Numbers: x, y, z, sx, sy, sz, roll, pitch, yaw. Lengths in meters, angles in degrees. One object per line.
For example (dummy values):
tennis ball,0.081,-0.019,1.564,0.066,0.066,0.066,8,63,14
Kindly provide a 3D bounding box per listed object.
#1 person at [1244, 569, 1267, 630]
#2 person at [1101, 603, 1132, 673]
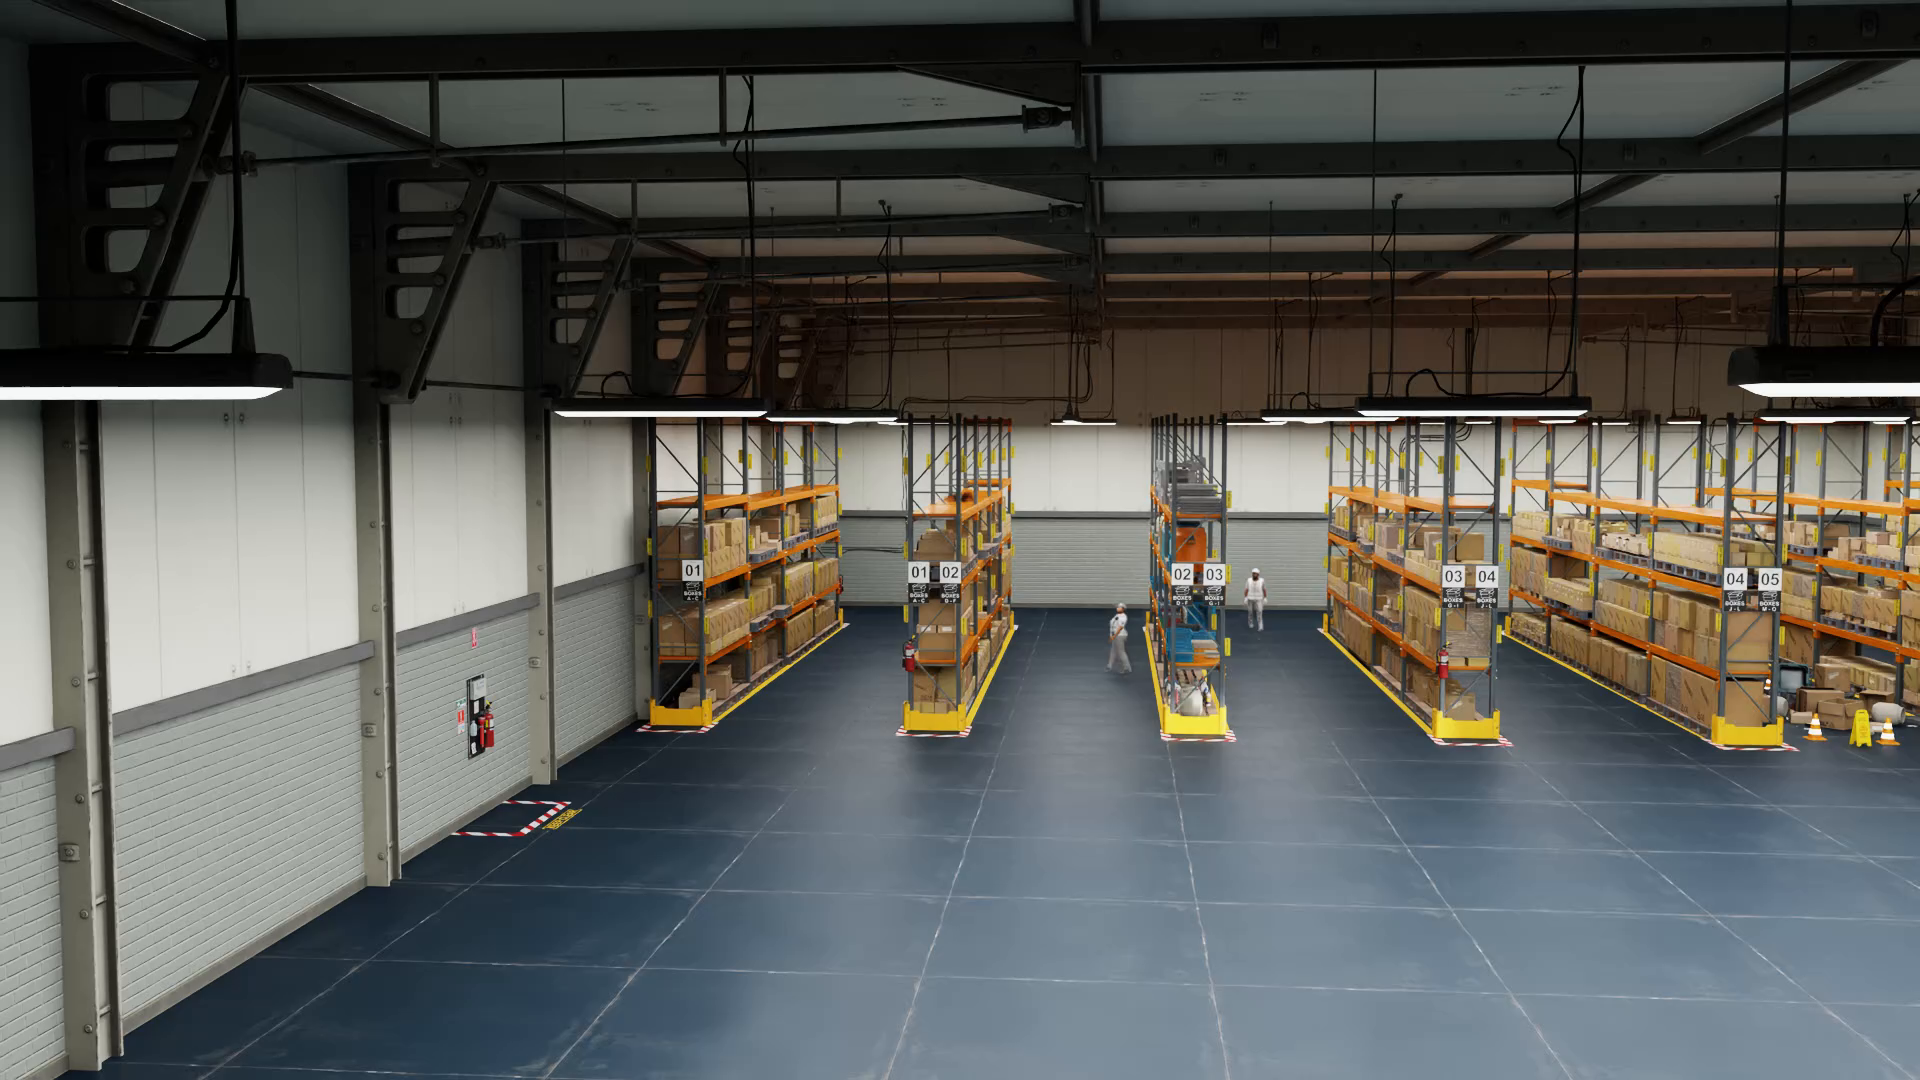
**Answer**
person,8.375,1.667,47.015,0.666,1.715,1.058,0,4,3
person,3.620,2.301,38.774,0.834,1.642,0.691,2,4,25
